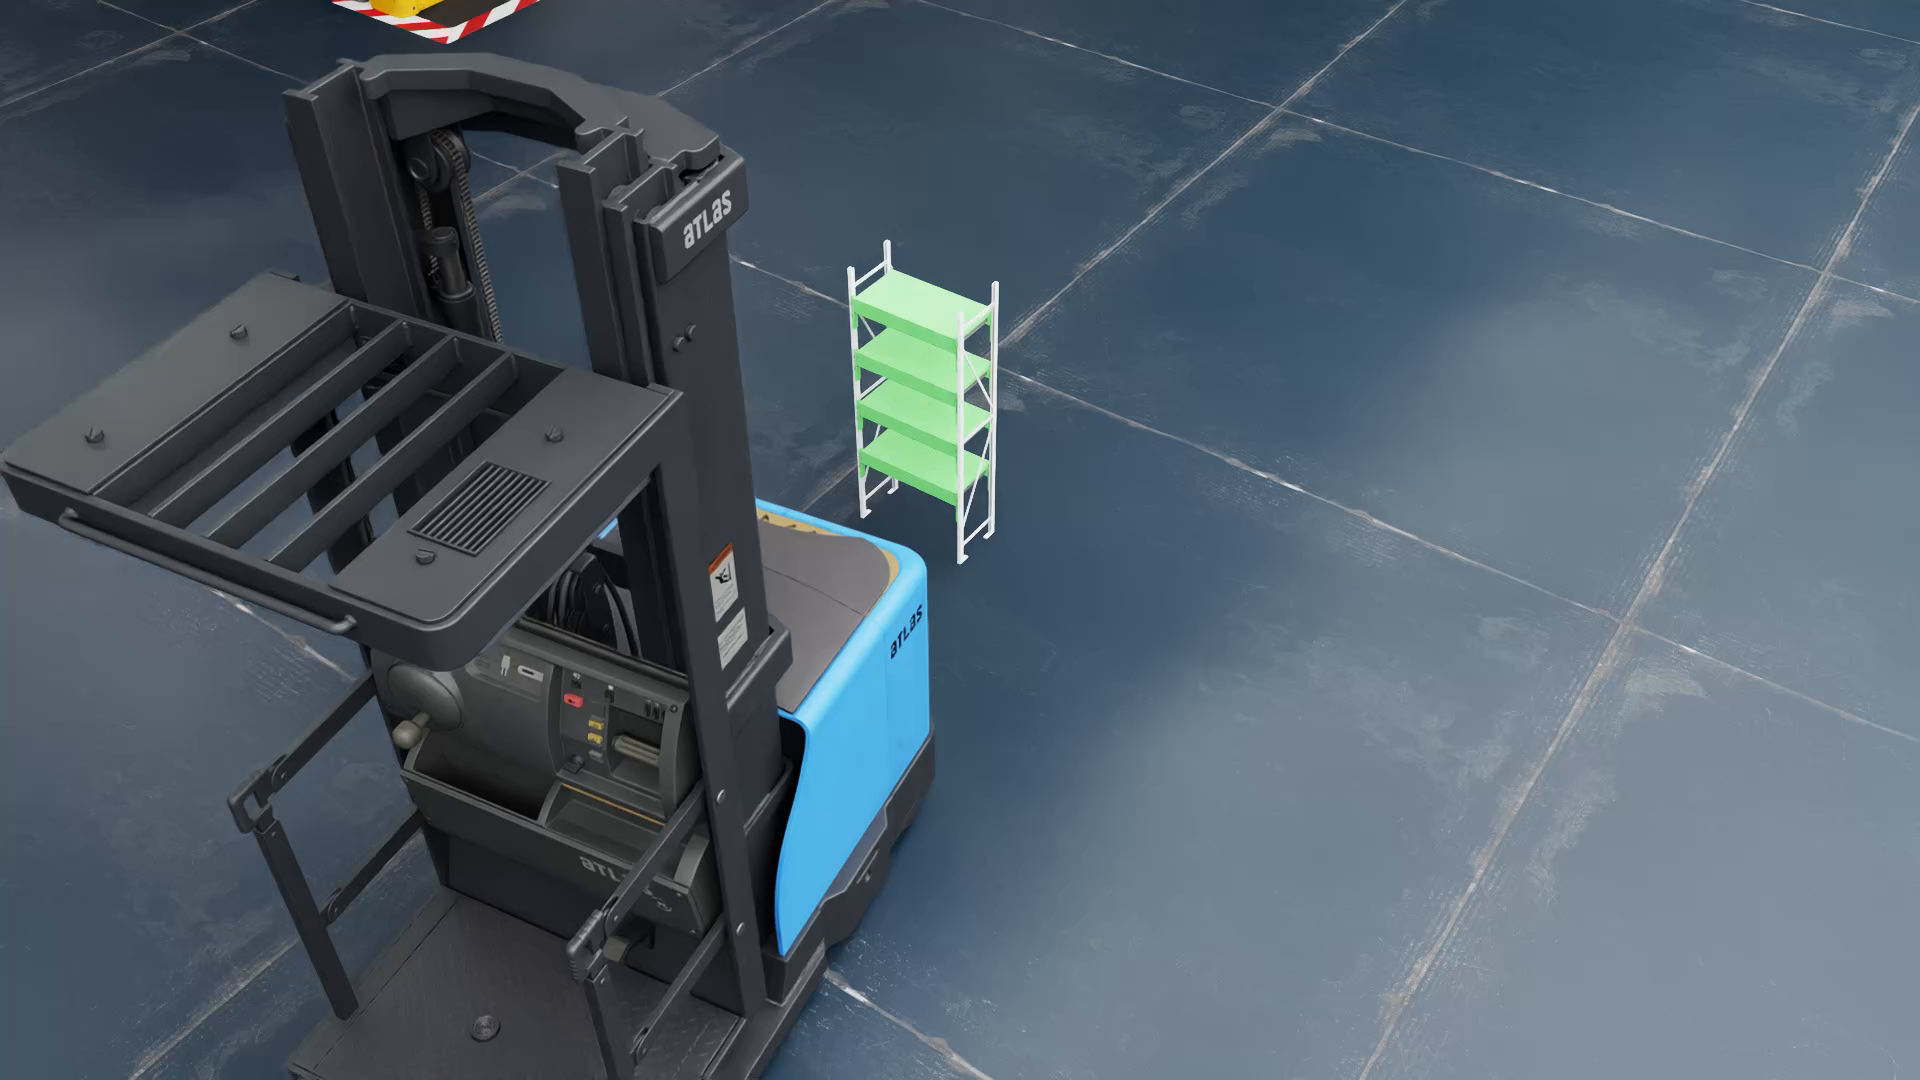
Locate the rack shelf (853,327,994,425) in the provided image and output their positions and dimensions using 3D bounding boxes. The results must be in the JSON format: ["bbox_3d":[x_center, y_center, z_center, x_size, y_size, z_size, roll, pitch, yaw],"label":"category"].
[{"bbox_3d":[-0.136,-0.642,6.303,0.480,0.148,0.258,25,48,25],"label":"rack shelf"}]

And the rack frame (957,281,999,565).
[{"bbox_3d":[0.064,-0.417,6.316,0.015,1.200,0.240,25,48,25],"label":"rack frame"}]

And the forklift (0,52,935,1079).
[{"bbox_3d":[-1.177,0.495,3.999,1.130,2.935,3.031,18,45,19],"label":"forklift"}]

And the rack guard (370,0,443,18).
[{"bbox_3d":[-3.279,-3.818,10.642,0.348,0.500,1.175,25,48,25],"label":"rack guard"}]

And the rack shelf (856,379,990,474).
[{"bbox_3d":[-0.136,-0.463,6.463,0.480,0.148,0.258,25,48,25],"label":"rack shelf"}]

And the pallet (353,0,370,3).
[{"bbox_3d":[-3.999,-3.983,11.043,1.213,0.211,1.003,25,48,25],"label":"pallet"}]

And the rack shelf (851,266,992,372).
[{"bbox_3d":[-0.136,-0.821,6.143,0.480,0.148,0.258,25,48,25],"label":"rack shelf"}]

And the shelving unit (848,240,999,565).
[{"bbox_3d":[-0.136,-0.511,6.421,0.503,1.200,0.258,25,48,25],"label":"shelving unit"}]

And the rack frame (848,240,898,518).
[{"bbox_3d":[-0.335,-0.604,6.525,0.015,1.200,0.240,25,48,25],"label":"rack frame"}]

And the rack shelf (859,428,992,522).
[{"bbox_3d":[-0.136,-0.284,6.623,0.480,0.148,0.258,25,48,25],"label":"rack shelf"}]
